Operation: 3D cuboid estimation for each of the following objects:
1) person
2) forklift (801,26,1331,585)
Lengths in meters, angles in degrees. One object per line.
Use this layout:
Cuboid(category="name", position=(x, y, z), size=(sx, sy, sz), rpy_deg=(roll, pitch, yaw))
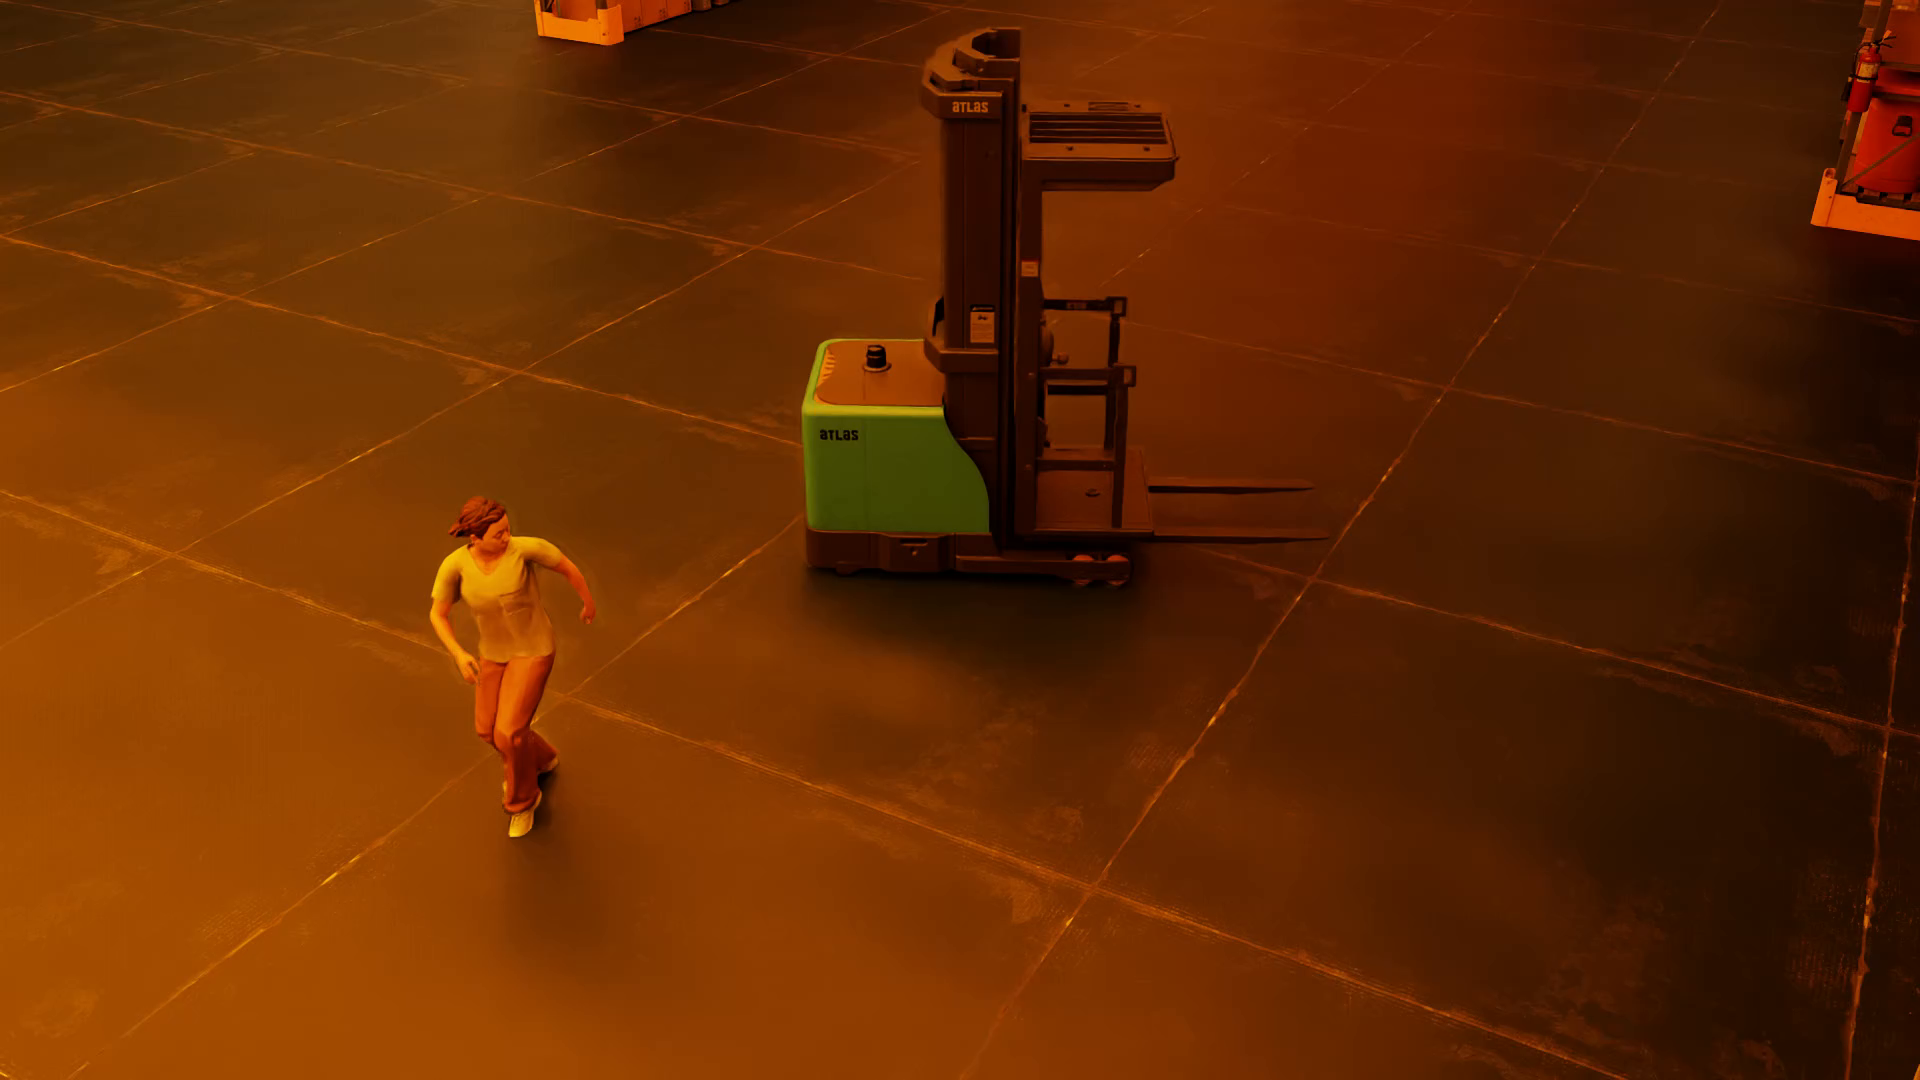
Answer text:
Cuboid(category="person", position=(-2.031, 0.523, 7.538), size=(0.545, 1.668, 0.722), rpy_deg=(8, 31, 14))
Cuboid(category="forklift", position=(0.636, -1.285, 9.297), size=(3.031, 2.935, 1.130), rpy_deg=(1, 30, 2))
